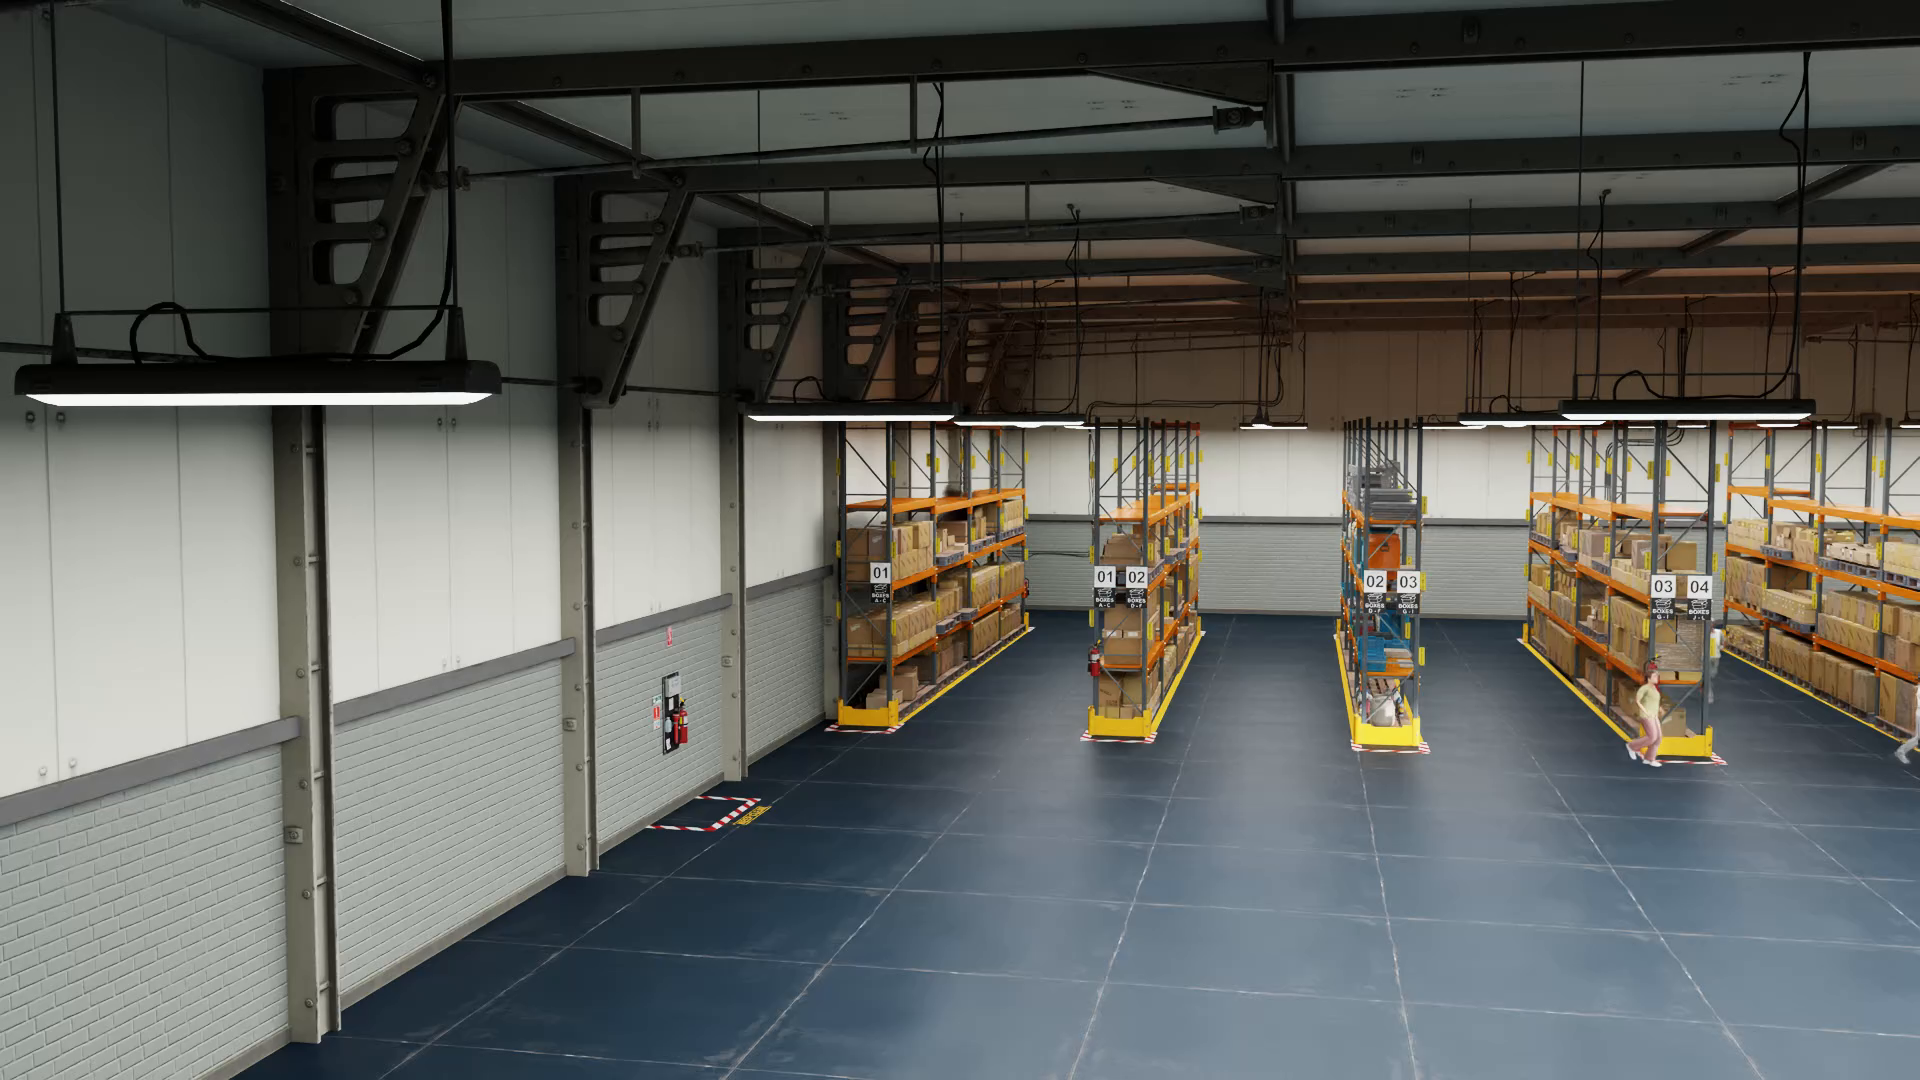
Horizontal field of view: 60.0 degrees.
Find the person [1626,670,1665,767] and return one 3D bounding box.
[{"bbox_3d":[11.828,3.050,28.656,0.599,1.644,0.585,-3,5,-42],"label":"person"}]

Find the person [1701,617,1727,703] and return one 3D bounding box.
[{"bbox_3d":[15.990,2.528,35.446,0.665,1.796,0.925,1,4,9],"label":"person"}]

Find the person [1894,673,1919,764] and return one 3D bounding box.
[{"bbox_3d":[16.328,3.034,28.135,0.610,1.719,0.900,-3,5,-37],"label":"person"}]
